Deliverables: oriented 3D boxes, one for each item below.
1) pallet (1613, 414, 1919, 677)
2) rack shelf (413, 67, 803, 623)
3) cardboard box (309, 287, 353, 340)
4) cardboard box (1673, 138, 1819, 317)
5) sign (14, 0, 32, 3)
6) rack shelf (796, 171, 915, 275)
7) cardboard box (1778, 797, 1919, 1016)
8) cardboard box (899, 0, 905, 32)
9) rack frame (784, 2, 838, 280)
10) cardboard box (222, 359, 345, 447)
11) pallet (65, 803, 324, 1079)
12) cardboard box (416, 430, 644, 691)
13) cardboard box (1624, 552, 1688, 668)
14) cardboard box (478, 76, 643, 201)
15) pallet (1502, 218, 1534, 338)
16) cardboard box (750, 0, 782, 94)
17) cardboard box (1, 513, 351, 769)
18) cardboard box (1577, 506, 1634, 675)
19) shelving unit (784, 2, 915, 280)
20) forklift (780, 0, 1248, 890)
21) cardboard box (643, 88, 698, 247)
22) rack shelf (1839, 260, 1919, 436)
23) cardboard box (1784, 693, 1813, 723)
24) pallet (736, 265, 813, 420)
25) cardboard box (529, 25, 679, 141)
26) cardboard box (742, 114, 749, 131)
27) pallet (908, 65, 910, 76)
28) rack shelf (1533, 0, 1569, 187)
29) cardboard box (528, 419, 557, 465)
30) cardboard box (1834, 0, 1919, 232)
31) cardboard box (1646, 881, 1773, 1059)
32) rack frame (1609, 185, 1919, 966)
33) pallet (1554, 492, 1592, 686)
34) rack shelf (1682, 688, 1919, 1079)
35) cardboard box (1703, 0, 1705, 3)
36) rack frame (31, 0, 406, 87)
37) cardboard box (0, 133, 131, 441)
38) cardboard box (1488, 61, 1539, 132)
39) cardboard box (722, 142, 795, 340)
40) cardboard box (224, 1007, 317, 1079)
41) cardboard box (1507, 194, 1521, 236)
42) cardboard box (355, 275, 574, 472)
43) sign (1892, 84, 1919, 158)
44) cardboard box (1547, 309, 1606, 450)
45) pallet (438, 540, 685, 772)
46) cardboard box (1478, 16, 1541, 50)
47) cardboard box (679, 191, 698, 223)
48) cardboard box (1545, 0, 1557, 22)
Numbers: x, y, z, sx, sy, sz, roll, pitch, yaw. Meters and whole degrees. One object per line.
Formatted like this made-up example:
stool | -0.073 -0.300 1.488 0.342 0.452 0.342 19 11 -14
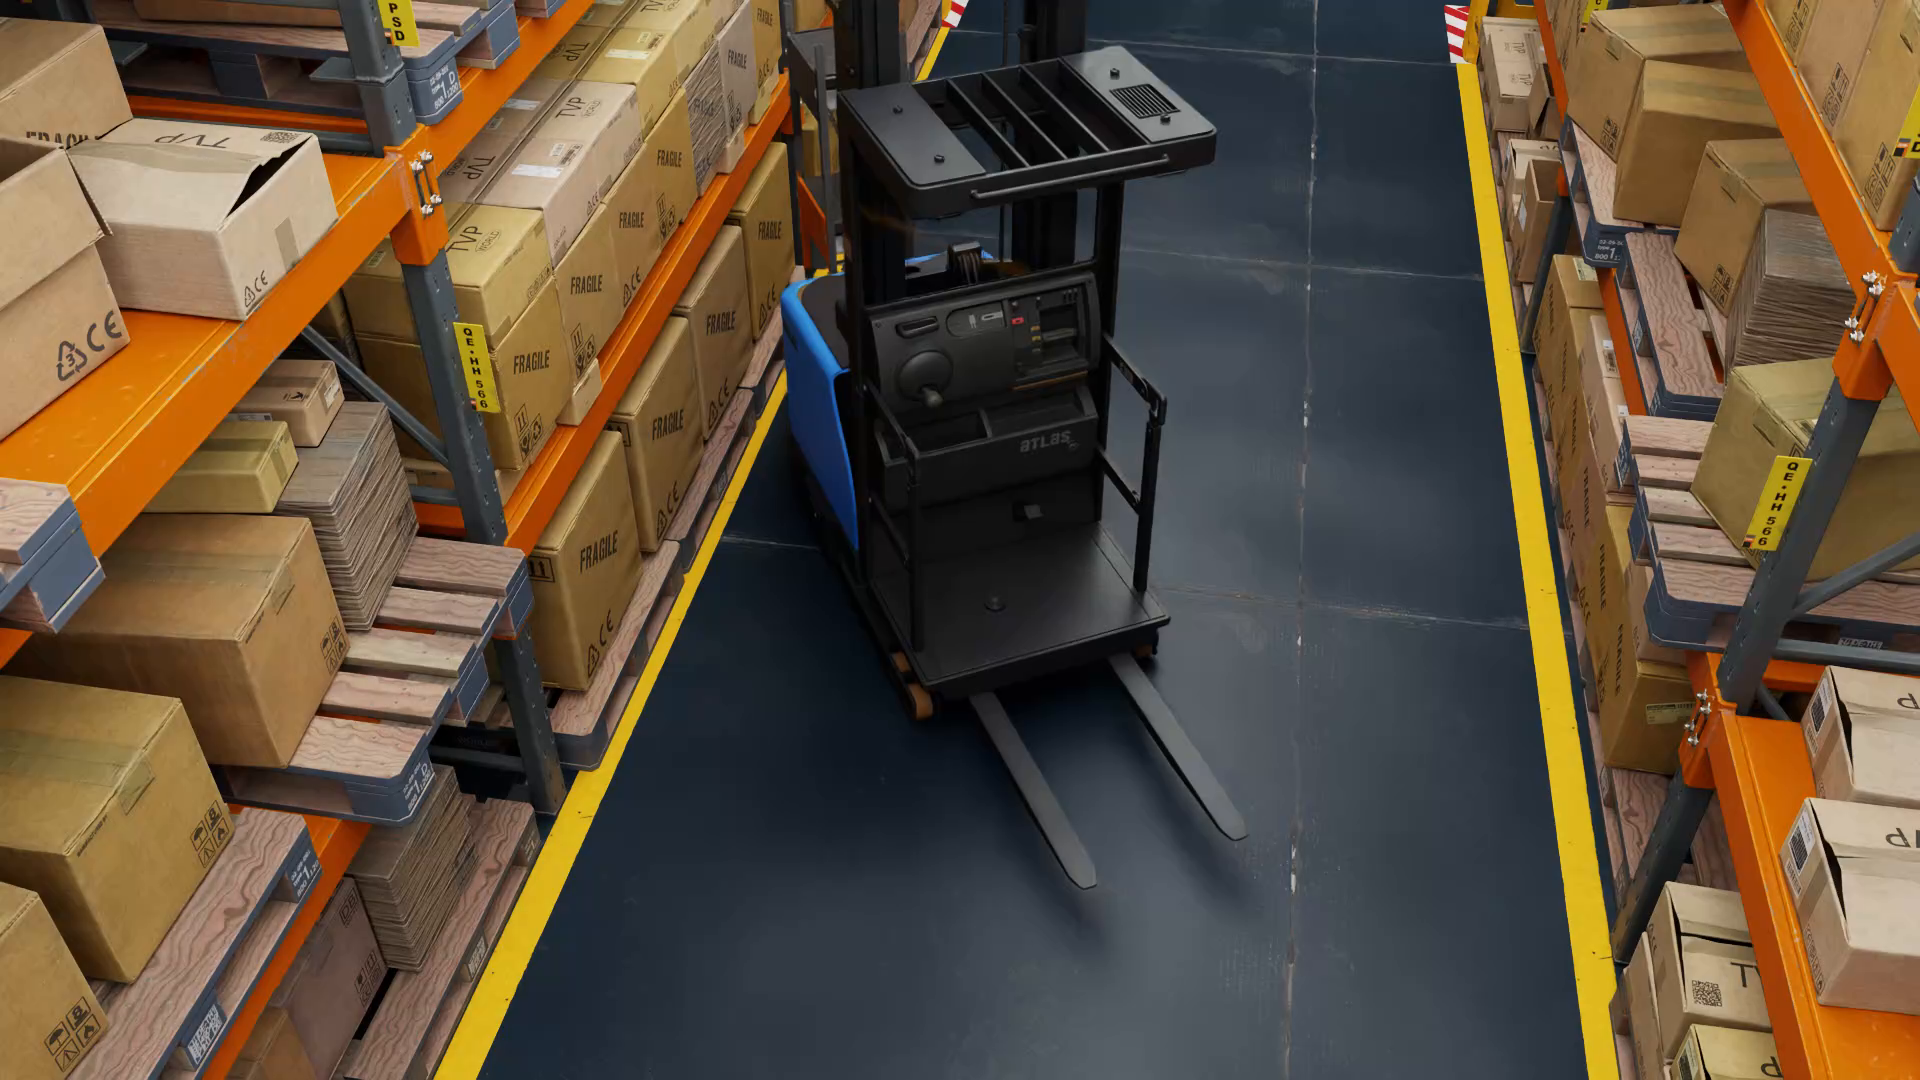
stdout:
pallet | 2.880 0.011 5.534 1.213 0.211 1.003 6 40 8
rack shelf | -1.702 -1.152 7.354 1.077 0.370 4.000 6 40 8
cardboard box | -2.225 -0.937 5.613 0.500 0.250 0.500 7 40 9
cardboard box | 3.279 -1.225 6.470 0.700 0.500 0.500 -3 40 -4
sign | -2.593 -1.626 4.541 0.100 0.325 0.005 6 40 8
rack shelf | -0.492 -1.434 7.852 0.431 0.518 0.480 -13 41 -15
cardboard box | 2.486 0.944 4.324 0.500 0.311 0.500 6 40 7
cardboard box | -0.772 -3.629 11.417 0.700 0.500 0.500 6 40 8
rack frame | -0.575 -1.589 8.022 0.400 2.100 0.015 -13 41 -15
cardboard box | -2.078 -0.412 4.962 0.380 0.149 0.250 2 40 2
pallet | -2.350 1.147 4.159 1.003 0.211 1.213 6 40 8
cardboard box | -1.791 0.046 6.698 0.750 0.750 0.750 6 40 7
cardboard box | 2.768 0.226 6.150 0.500 0.250 0.500 8 40 9
cardboard box | -1.540 -1.532 6.333 0.500 0.250 0.500 7 40 8
pallet | 3.644 -1.497 9.395 1.003 0.211 1.213 6 40 8
cardboard box | -1.187 -2.528 8.126 0.500 0.500 0.500 6 40 7
cardboard box | -2.189 0.268 4.648 0.700 0.500 0.500 3 40 3
cardboard box | 2.852 0.226 6.739 0.500 0.500 0.500 5 40 6
shelving unit | -0.492 -1.444 7.843 0.431 2.100 0.503 -13 41 -15
forklift | 0.190 -0.692 6.287 1.130 2.935 3.031 -14 42 -16
cardboard box | -1.442 -1.578 6.977 0.500 0.500 0.500 7 40 9
rack shelf | 2.486 0.746 2.704 1.077 0.370 4.000 6 40 8
cardboard box | 3.192 0.910 5.912 0.500 0.500 0.500 8 40 10
pallet | -1.415 -1.117 8.935 1.003 0.211 1.213 6 40 8
cardboard box | -1.458 -1.853 6.721 0.500 0.250 0.500 6 40 7
cardboard box | -1.245 -2.033 8.037 0.380 0.149 0.250 8 40 9
pallet | -0.938 -2.846 11.027 1.003 0.211 1.213 6 40 8
rack shelf | 3.870 -3.118 9.732 1.077 0.370 4.000 6 40 8
cardboard box | -1.710 -0.423 6.089 0.380 0.149 0.250 7 40 8
cardboard box | 2.874 -1.102 4.297 0.910 0.500 0.500 6 40 8
cardboard box | 2.452 1.348 5.154 0.500 0.311 0.500 8 40 9
rack frame | 2.832 0.370 4.949 1.000 3.000 0.127 6 40 8
pallet | 3.212 0.217 7.322 1.003 0.211 1.213 6 40 8
rack shelf | 2.486 1.902 3.660 1.077 0.370 4.000 6 40 8
cardboard box | 3.881 -2.469 8.304 0.500 0.500 0.500 7 40 9
rack frame | -2.048 -2.486 3.695 1.000 3.000 0.127 6 40 8
cardboard box | -2.363 -0.574 3.640 0.797 0.503 0.637 12 41 14
cardboard box | 3.670 -2.823 10.623 0.500 0.250 0.500 6 40 8
cardboard box | -1.340 -1.595 8.683 0.750 0.750 0.750 7 40 8
cardboard box | -2.383 1.703 4.953 0.700 0.500 0.500 6 40 7
cardboard box | 3.349 -1.842 9.516 0.380 0.149 0.250 6 40 8
cardboard box | -1.712 -0.612 5.808 0.500 0.500 0.500 8 40 9
sign | 2.298 -1.047 3.902 0.100 0.325 0.005 6 40 8
cardboard box | 3.119 -0.734 7.900 0.500 0.500 0.500 7 40 8
pallet | -1.837 0.414 7.083 1.003 0.211 1.213 6 40 8
cardboard box | 3.805 -3.497 11.517 0.380 0.149 0.250 6 40 8
cardboard box | -1.398 -1.559 7.463 0.380 0.149 0.250 5 40 6
cardboard box | 3.532 -3.167 9.148 0.500 0.500 0.500 7 40 9
